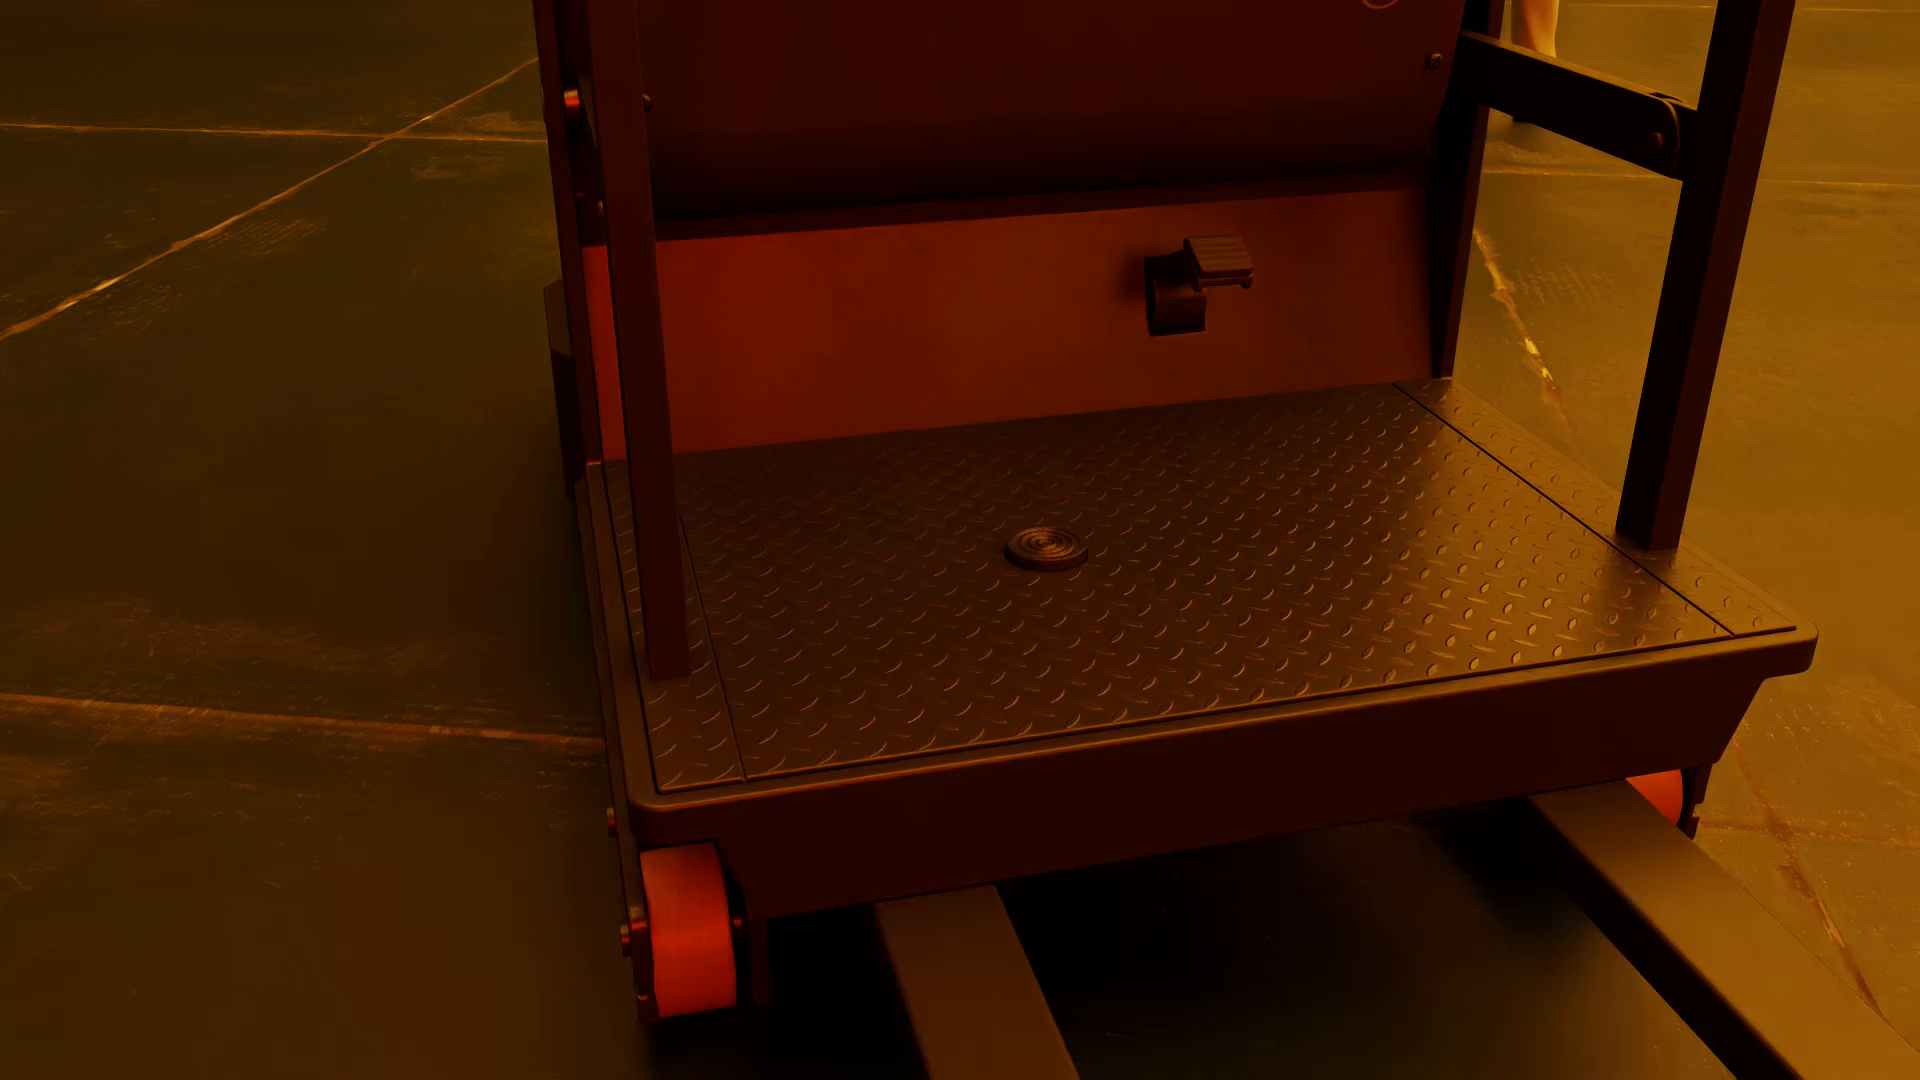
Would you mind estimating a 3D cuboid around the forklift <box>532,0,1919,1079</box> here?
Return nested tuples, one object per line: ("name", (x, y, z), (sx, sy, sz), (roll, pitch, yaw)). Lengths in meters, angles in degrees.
("forklift", (0.153, -1.049, 1.319), (1.130, 2.935, 3.031), (-7, 27, -13))

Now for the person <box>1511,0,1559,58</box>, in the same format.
("person", (1.534, -2.013, 4.642), (0.549, 1.674, 0.427), (3, 27, 6))
